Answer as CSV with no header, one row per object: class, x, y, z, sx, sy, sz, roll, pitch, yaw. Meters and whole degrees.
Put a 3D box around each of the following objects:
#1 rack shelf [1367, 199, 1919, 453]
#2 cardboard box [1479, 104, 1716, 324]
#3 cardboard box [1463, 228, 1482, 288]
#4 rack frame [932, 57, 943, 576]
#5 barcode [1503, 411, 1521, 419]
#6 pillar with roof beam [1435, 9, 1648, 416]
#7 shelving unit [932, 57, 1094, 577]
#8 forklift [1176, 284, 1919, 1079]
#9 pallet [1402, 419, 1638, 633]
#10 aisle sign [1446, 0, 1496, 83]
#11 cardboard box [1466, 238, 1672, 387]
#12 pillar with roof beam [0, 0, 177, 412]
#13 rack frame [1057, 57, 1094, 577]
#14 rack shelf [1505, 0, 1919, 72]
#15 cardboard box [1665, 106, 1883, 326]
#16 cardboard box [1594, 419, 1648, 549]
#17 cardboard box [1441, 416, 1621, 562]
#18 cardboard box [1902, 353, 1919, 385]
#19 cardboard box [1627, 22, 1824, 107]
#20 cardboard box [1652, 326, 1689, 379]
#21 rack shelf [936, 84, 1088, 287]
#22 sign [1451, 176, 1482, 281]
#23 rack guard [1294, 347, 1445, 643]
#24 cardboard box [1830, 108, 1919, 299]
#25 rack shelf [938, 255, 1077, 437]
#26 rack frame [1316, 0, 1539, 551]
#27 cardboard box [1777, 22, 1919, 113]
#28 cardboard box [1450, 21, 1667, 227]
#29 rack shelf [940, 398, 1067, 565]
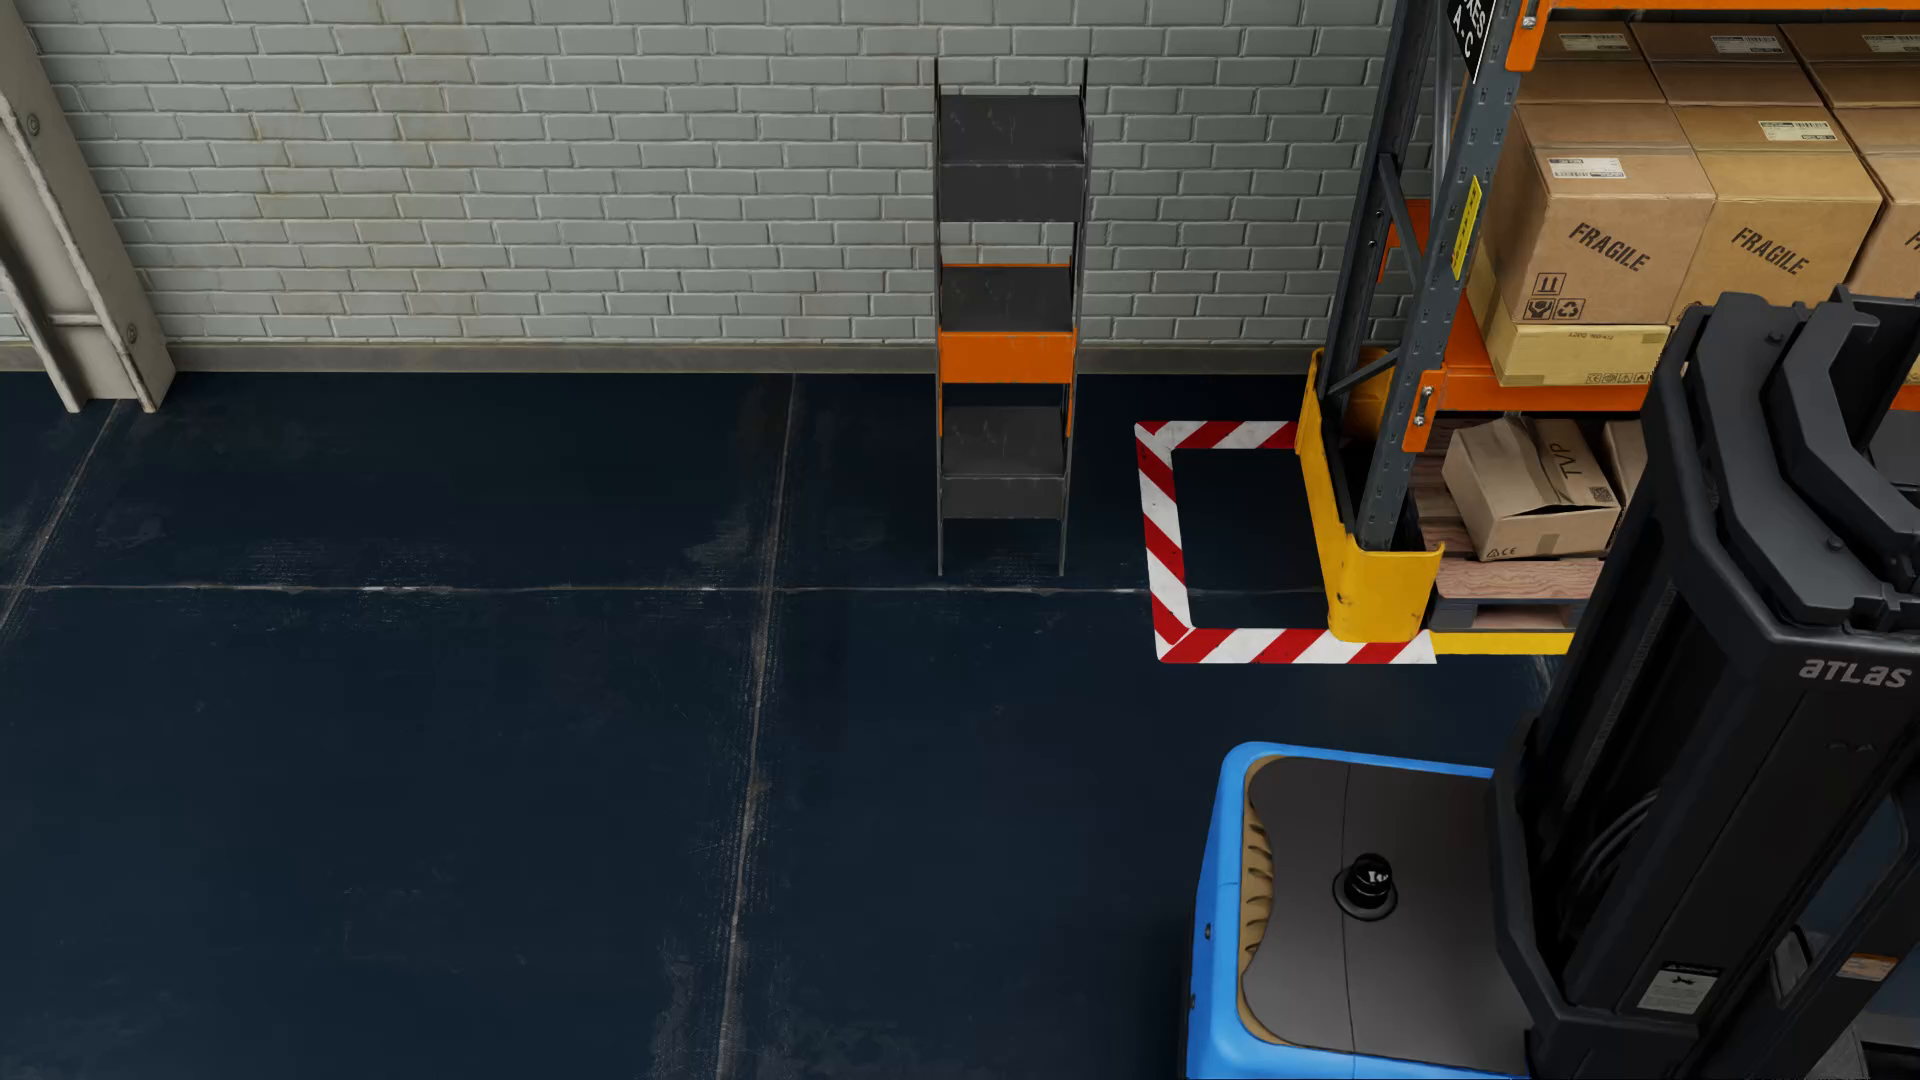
rack shelf,3.545,-0.802,6.020,4.000,0.370,1.077,0,47,0
cardboard box,2.021,-1.043,5.329,0.500,0.500,0.500,0,47,0
cardboard box,2.013,-1.149,5.940,0.500,0.250,0.500,1,47,1
rack frame,-0.078,-0.716,6.062,0.015,2.100,0.400,0,47,0
barcode,2.256,-0.515,6.791,0.075,0.075,0.001,0,47,0
pillar with roof beam,2.232,-0.577,1.220,0.400,9.000,9.100,0,47,0
shelving unit,0.166,-0.715,6.062,0.503,2.100,0.431,0,47,0
forklift,2.186,0.816,4.069,3.031,2.935,1.130,6,47,6
pallet,2.433,-0.074,6.756,1.213,0.211,1.003,0,47,0
aisle sign,1.472,-1.719,4.606,0.004,0.787,0.394,0,47,0
cardboard box,2.031,-0.775,5.592,0.500,0.250,0.500,-1,47,-1
pillar with roof beam,-3.768,-0.593,1.235,0.400,9.000,9.100,0,47,0
rack frame,0.410,-0.714,6.061,0.015,2.100,0.400,0,47,0
rack shelf,3.545,-1.824,4.922,4.000,0.370,1.077,0,47,0
cardboard box,2.515,-1.034,5.321,0.500,0.500,0.500,0,47,0
cardboard box,2.806,-0.217,6.520,0.500,0.311,0.500,4,47,3
cardboard box,2.236,-0.219,6.522,0.500,0.311,0.500,-5,47,-4
cardboard box,3.060,-0.778,5.595,0.500,0.250,0.500,-1,47,0
cardboard box,2.520,-1.410,5.670,0.500,0.500,0.500,1,47,1
cardboard box,2.551,-0.784,5.600,0.500,0.250,0.500,-1,47,-1
rack shelf,0.166,-1.183,5.559,0.480,0.518,0.431,0,47,0
sign,1.543,-0.951,5.075,0.005,0.325,0.100,0,47,0
rack guard,1.621,-0.201,6.676,0.348,0.500,1.175,0,47,0
cardboard box,3.032,-1.028,5.315,0.500,0.500,0.500,-1,47,-1
rack shelf,0.166,-0.706,6.072,0.480,0.518,0.431,0,47,0
rack frame,1.545,-1.053,5.761,0.127,3.000,1.000,0,47,0
cardboard box,3.037,-1.411,5.672,0.500,0.500,0.500,-1,47,-1
cardboard box,2.017,-1.418,5.678,0.500,0.500,0.500,0,47,0
rack shelf,0.166,-0.229,6.584,0.480,0.518,0.431,0,47,0
